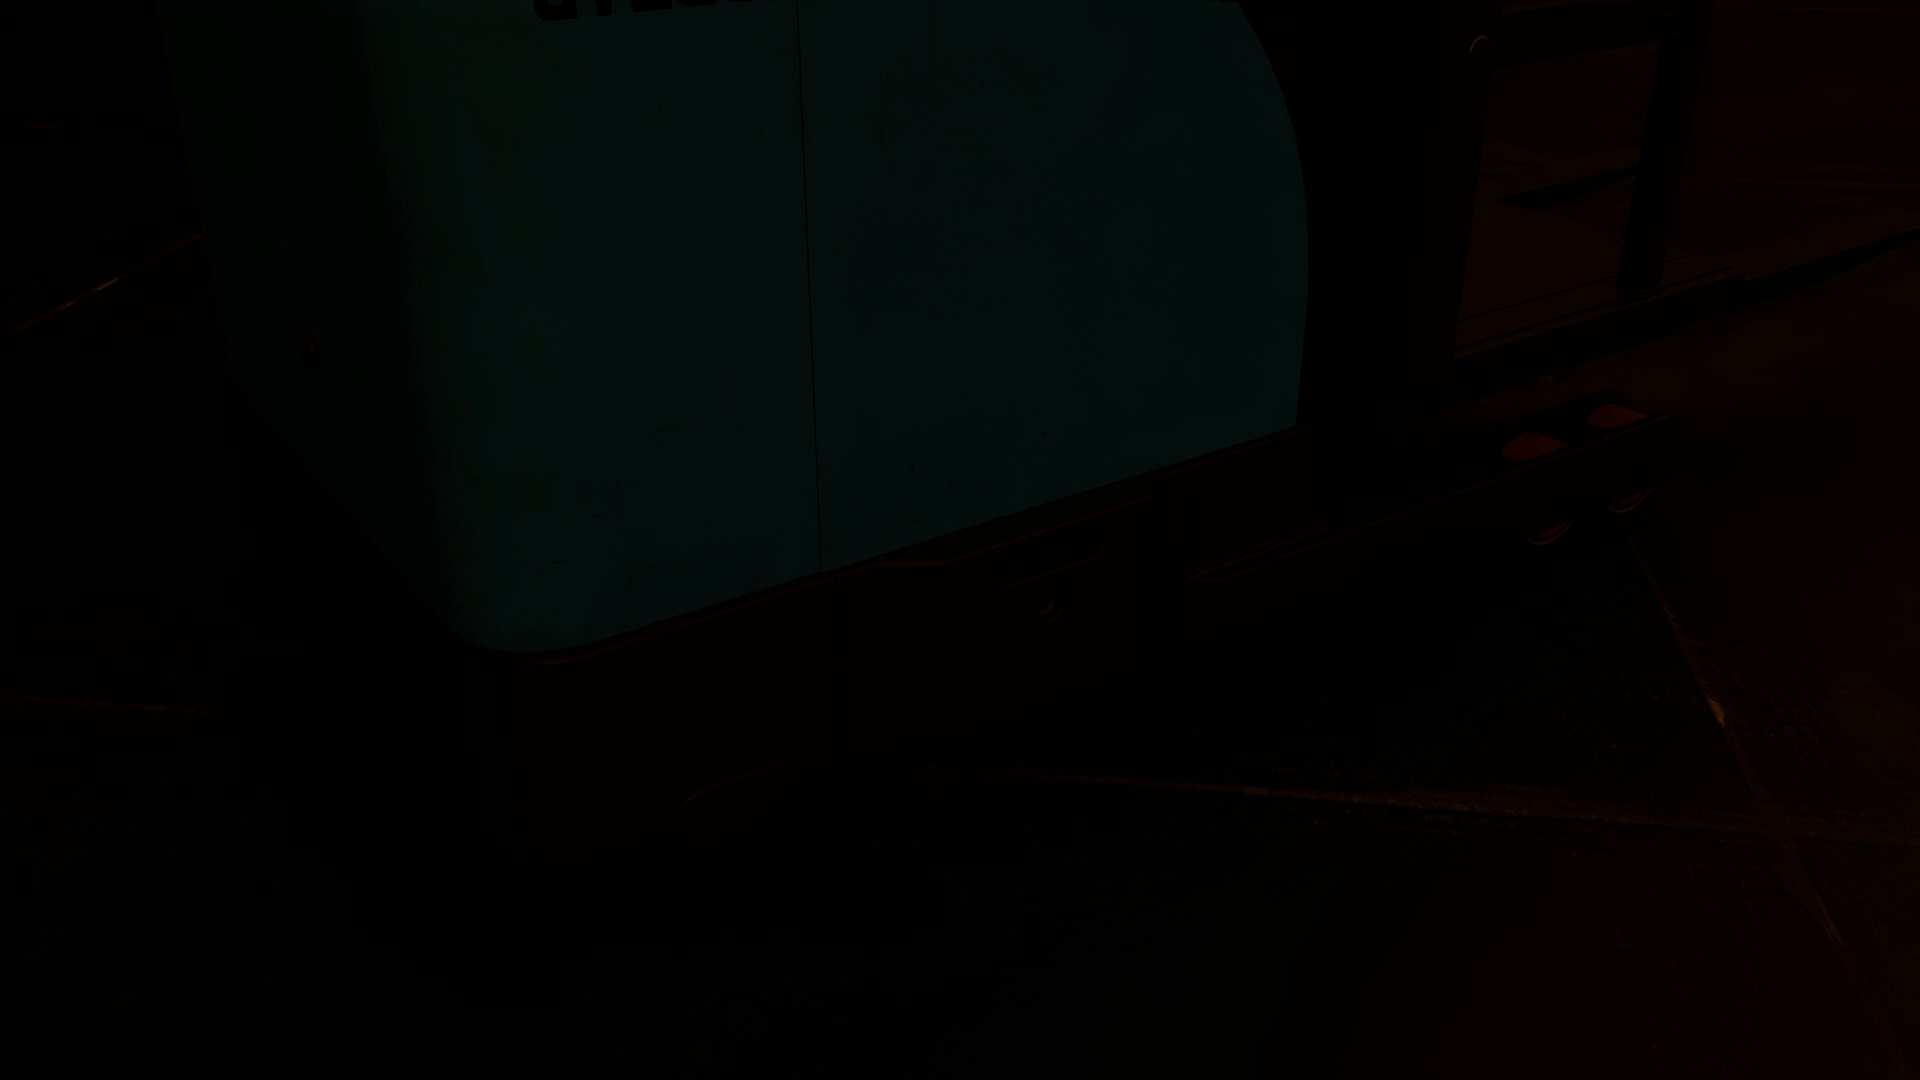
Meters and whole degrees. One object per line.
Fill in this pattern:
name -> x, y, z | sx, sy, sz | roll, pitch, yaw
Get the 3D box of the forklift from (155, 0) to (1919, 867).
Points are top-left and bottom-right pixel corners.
forklift -> 0.498, -1.478, 2.179 | 3.031, 2.935, 1.130 | -17, 31, -31
